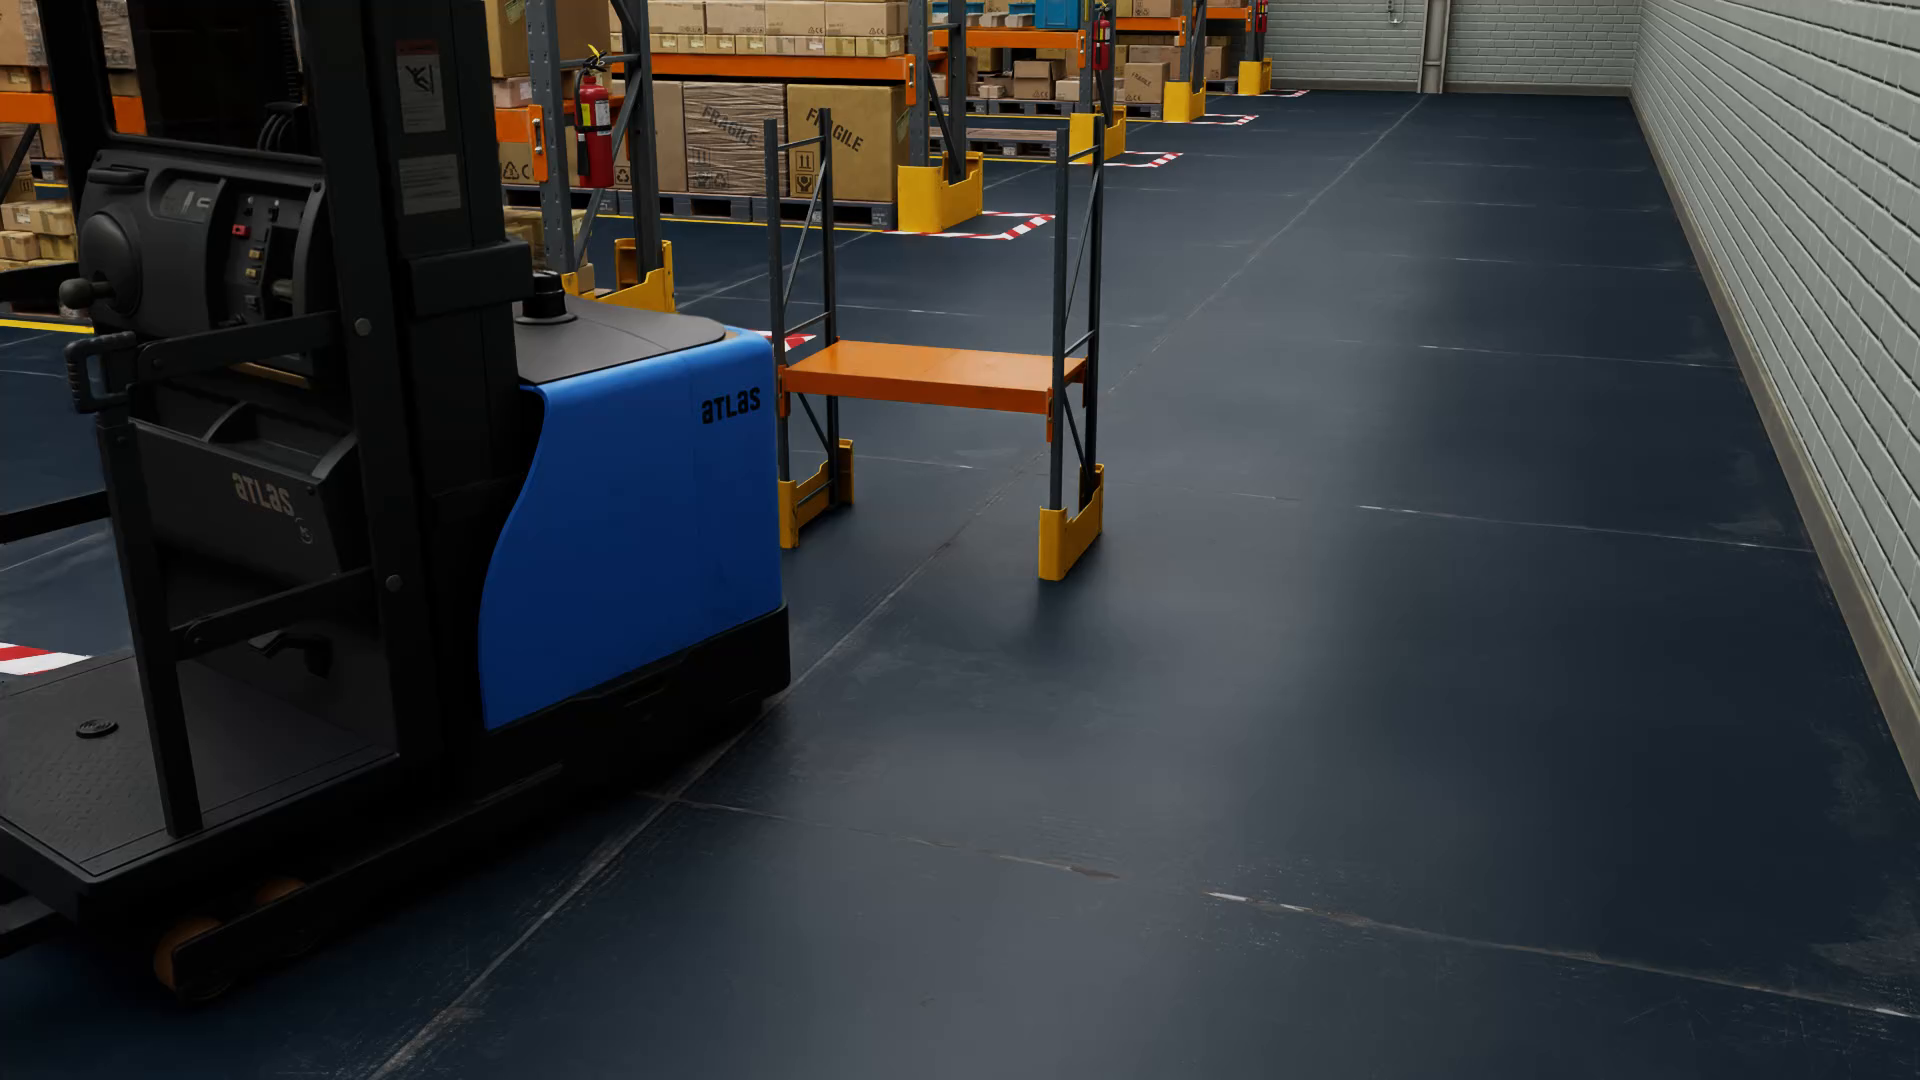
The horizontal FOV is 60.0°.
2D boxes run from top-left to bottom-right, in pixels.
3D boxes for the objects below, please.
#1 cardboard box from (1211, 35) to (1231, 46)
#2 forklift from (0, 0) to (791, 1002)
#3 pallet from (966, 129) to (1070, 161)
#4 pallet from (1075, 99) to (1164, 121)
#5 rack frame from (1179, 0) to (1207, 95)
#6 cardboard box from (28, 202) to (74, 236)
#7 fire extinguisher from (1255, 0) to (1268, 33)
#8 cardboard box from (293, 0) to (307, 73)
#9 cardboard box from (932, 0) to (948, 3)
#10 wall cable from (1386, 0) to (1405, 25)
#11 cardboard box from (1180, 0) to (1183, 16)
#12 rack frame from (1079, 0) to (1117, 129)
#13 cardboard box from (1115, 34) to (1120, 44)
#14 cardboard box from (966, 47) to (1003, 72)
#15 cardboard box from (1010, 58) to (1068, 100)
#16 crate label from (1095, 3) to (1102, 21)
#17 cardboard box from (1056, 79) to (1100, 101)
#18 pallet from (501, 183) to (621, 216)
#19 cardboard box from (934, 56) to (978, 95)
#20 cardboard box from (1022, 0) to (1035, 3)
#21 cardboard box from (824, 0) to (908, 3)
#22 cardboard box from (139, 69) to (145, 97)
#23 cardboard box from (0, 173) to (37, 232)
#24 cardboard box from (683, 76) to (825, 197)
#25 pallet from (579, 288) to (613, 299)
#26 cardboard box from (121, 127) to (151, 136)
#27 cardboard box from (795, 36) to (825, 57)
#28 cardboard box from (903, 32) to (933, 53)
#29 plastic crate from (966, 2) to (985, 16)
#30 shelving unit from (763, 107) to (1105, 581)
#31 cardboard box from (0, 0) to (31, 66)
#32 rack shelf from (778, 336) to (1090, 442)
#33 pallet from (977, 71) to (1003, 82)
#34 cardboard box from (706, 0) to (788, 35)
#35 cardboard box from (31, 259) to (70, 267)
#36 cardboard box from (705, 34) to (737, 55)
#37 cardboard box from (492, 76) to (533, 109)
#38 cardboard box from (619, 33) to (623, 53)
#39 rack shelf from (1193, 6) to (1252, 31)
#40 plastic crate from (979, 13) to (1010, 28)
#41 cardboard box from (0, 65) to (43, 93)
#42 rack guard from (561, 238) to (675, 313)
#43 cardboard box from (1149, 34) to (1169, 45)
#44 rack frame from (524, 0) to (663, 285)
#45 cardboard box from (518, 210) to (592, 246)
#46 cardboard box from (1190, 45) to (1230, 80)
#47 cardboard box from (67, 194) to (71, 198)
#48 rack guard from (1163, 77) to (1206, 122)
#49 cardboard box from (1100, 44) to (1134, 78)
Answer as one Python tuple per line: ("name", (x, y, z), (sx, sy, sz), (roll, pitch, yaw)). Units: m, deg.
("cardboard box", (4.196, -8.034, 26.740), (0.250, 0.149, 0.380), (7, 20, 18))
("forklift", (-1.774, -0.630, 3.431), (1.130, 2.935, 3.031), (14, 24, 35))
("pallet", (0.689, -4.320, 18.149), (1.213, 0.211, 1.003), (7, 20, 18))
("pallet", (2.259, -5.853, 22.546), (1.213, 0.211, 1.003), (7, 20, 18))
("rack frame", (3.084, -7.076, 21.817), (0.127, 3.000, 1.000), (7, 20, 18))
("cardboard box", (-5.174, -1.880, 9.701), (0.250, 0.149, 0.380), (8, 21, 21))
("fire extinguisher", (4.697, -8.244, 25.853), (0.183, 0.674, 0.296), (7, 20, 18))
("cardboard box", (-3.370, -2.730, 8.747), (0.500, 0.500, 0.500), (7, 20, 18))
("cardboard box", (-0.303, -7.415, 22.640), (0.500, 0.500, 0.500), (7, 20, 19))
("wall cable", (6.226, -9.252, 26.517), (1.851, 1.984, 0.084), (7, 20, 18))
("cardboard box", (2.751, -7.253, 22.174), (0.500, 0.500, 0.500), (7, 20, 19))
("rack frame", (1.455, -5.536, 17.400), (0.127, 3.000, 1.000), (7, 20, 18))
("cardboard box", (2.514, -8.225, 27.289), (0.250, 0.149, 0.380), (7, 20, 19))
("cardboard box", (0.271, -8.261, 27.847), (0.750, 0.750, 0.750), (7, 20, 19))
("cardboard box", (1.082, -6.335, 22.818), (0.637, 0.503, 0.797), (7, 20, 18))
("crate label", (1.330, -5.614, 17.788), (0.303, 0.233, 0.416), (7, 20, 18))
("cardboard box", (1.602, -6.079, 22.468), (0.500, 0.250, 0.500), (7, 20, 18))
("pallet", (-3.256, -3.005, 14.375), (1.213, 0.211, 1.003), (7, 20, 18))
("cardboard box", (-0.063, -6.562, 23.472), (0.500, 0.500, 0.500), (7, 20, 18))
("cardboard box", (1.135, -7.252, 22.170), (0.500, 0.500, 0.500), (6, 20, 17))
("cardboard box", (-0.717, -4.390, 12.751), (0.500, 0.500, 0.500), (7, 20, 19))
("cardboard box", (-4.252, -2.519, 9.126), (0.250, 0.149, 0.380), (7, 21, 20))
("cardboard box", (-6.283, -2.077, 10.637), (0.500, 0.500, 0.500), (7, 21, 20))
("cardboard box", (-1.661, -3.333, 13.672), (0.875, 0.875, 0.875), (7, 20, 18))
("pallet", (-2.721, -1.255, 9.355), (1.213, 0.211, 1.003), (7, 20, 18))
("cardboard box", (-7.082, -3.974, 15.510), (0.875, 0.875, 1.225), (6, 20, 16))
("cardboard box", (-1.099, -3.868, 12.999), (0.250, 0.149, 0.380), (7, 20, 18))
("cardboard box", (-0.398, -4.018, 13.428), (0.250, 0.149, 0.380), (7, 20, 19))
("plastic crate", (0.086, -5.756, 18.196), (0.300, 0.233, 0.416), (7, 20, 18))
("shelving unit", (-0.072, -0.716, 5.853), (1.083, 1.500, 0.587), (7, 20, 18))
("cardboard box", (-5.287, -2.952, 9.385), (0.500, 0.500, 0.500), (6, 20, 17))
("rack shelf", (-0.081, -0.548, 5.915), (1.000, 0.185, 0.538), (7, 20, 18))
("pallet", (0.174, -7.791, 28.108), (1.213, 0.211, 1.003), (7, 20, 18))
("cardboard box", (-1.675, -4.145, 13.187), (0.500, 0.250, 0.500), (6, 20, 16))
("cardboard box", (-5.182, -1.581, 9.747), (0.250, 0.149, 0.380), (7, 20, 20))
("cardboard box", (-1.825, -3.951, 13.235), (0.250, 0.149, 0.380), (7, 20, 18))
("cardboard box", (-2.294, -2.293, 8.480), (0.250, 0.149, 0.380), (7, 20, 18))
("cardboard box", (-2.554, -4.034, 13.474), (0.250, 0.149, 0.380), (7, 20, 19))
("rack shelf", (2.817, -8.492, 26.975), (4.000, 0.370, 1.077), (7, 20, 18))
("plastic crate", (0.356, -5.507, 17.628), (0.243, 0.136, 0.396), (7, 20, 18))
("cardboard box", (-5.244, -2.641, 9.477), (0.250, 0.149, 0.380), (7, 20, 20))
("rack guard", (-1.966, -1.292, 9.024), (0.348, 0.500, 1.175), (7, 20, 18))
("cardboard box", (3.240, -8.143, 27.053), (0.250, 0.149, 0.380), (7, 20, 19))
("rack frame", (-1.894, -2.465, 8.590), (0.127, 3.000, 1.000), (7, 20, 18))
("cardboard box", (-2.277, -1.760, 9.357), (0.250, 0.149, 0.380), (6, 20, 16))
("cardboard box", (4.012, -7.679, 26.707), (0.500, 0.500, 0.700), (7, 20, 18))
("cardboard box", (-5.251, -2.072, 10.253), (0.250, 0.149, 0.380), (7, 20, 20))
("rack guard", (3.012, -5.903, 22.252), (0.348, 0.500, 1.175), (7, 20, 18))
("cardboard box", (2.558, -7.842, 27.176), (0.500, 0.500, 0.700), (7, 20, 19))
